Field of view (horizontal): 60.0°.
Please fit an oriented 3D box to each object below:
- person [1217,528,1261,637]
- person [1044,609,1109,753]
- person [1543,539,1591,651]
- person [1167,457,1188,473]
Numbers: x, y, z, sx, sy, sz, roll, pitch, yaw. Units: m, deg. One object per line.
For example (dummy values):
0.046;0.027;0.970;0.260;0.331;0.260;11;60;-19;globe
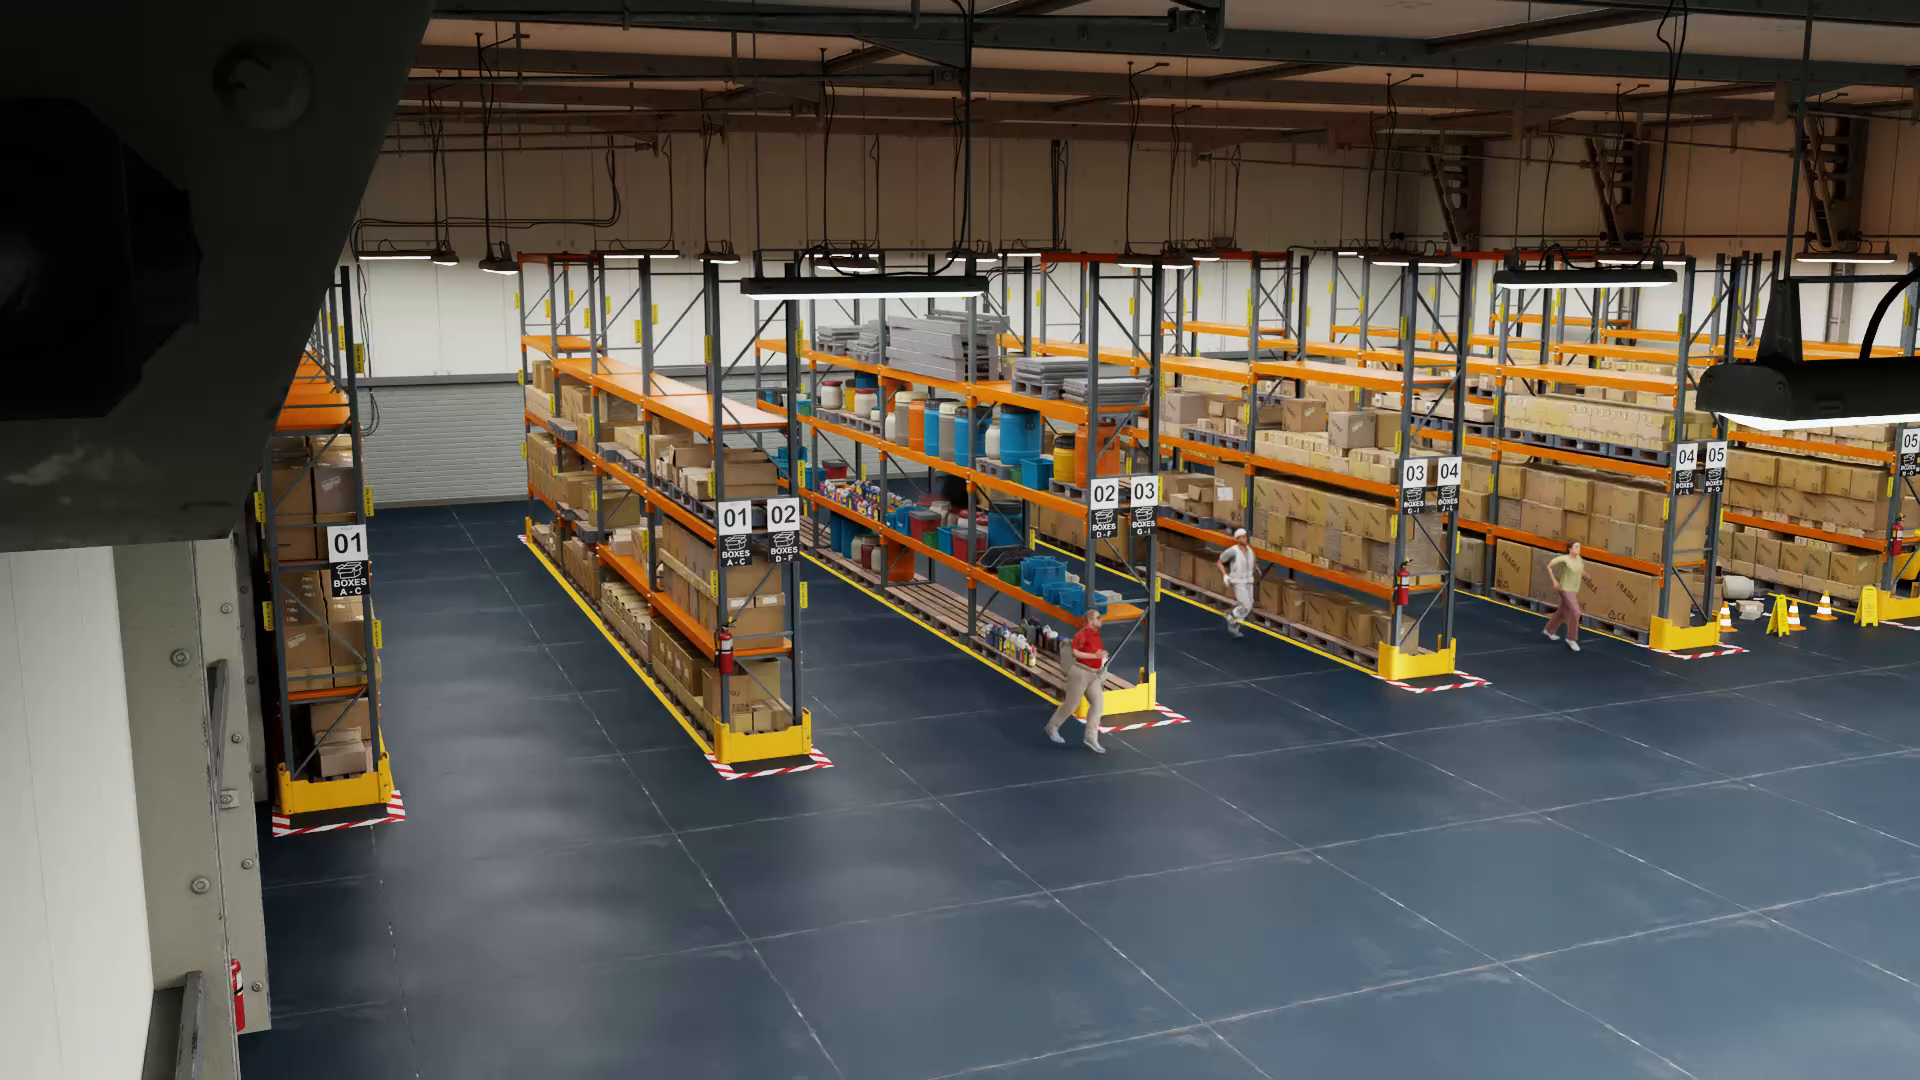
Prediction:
4.457;0.690;26.143;0.645;1.738;0.611;-7;12;-32;person
1.569;1.734;20.882;0.845;1.744;0.680;8;13;36;person
9.466;0.814;25.919;0.559;1.702;0.778;-7;12;-33;person
5.525;-2.106;41.892;0.763;1.714;0.614;-4;11;-19;person
